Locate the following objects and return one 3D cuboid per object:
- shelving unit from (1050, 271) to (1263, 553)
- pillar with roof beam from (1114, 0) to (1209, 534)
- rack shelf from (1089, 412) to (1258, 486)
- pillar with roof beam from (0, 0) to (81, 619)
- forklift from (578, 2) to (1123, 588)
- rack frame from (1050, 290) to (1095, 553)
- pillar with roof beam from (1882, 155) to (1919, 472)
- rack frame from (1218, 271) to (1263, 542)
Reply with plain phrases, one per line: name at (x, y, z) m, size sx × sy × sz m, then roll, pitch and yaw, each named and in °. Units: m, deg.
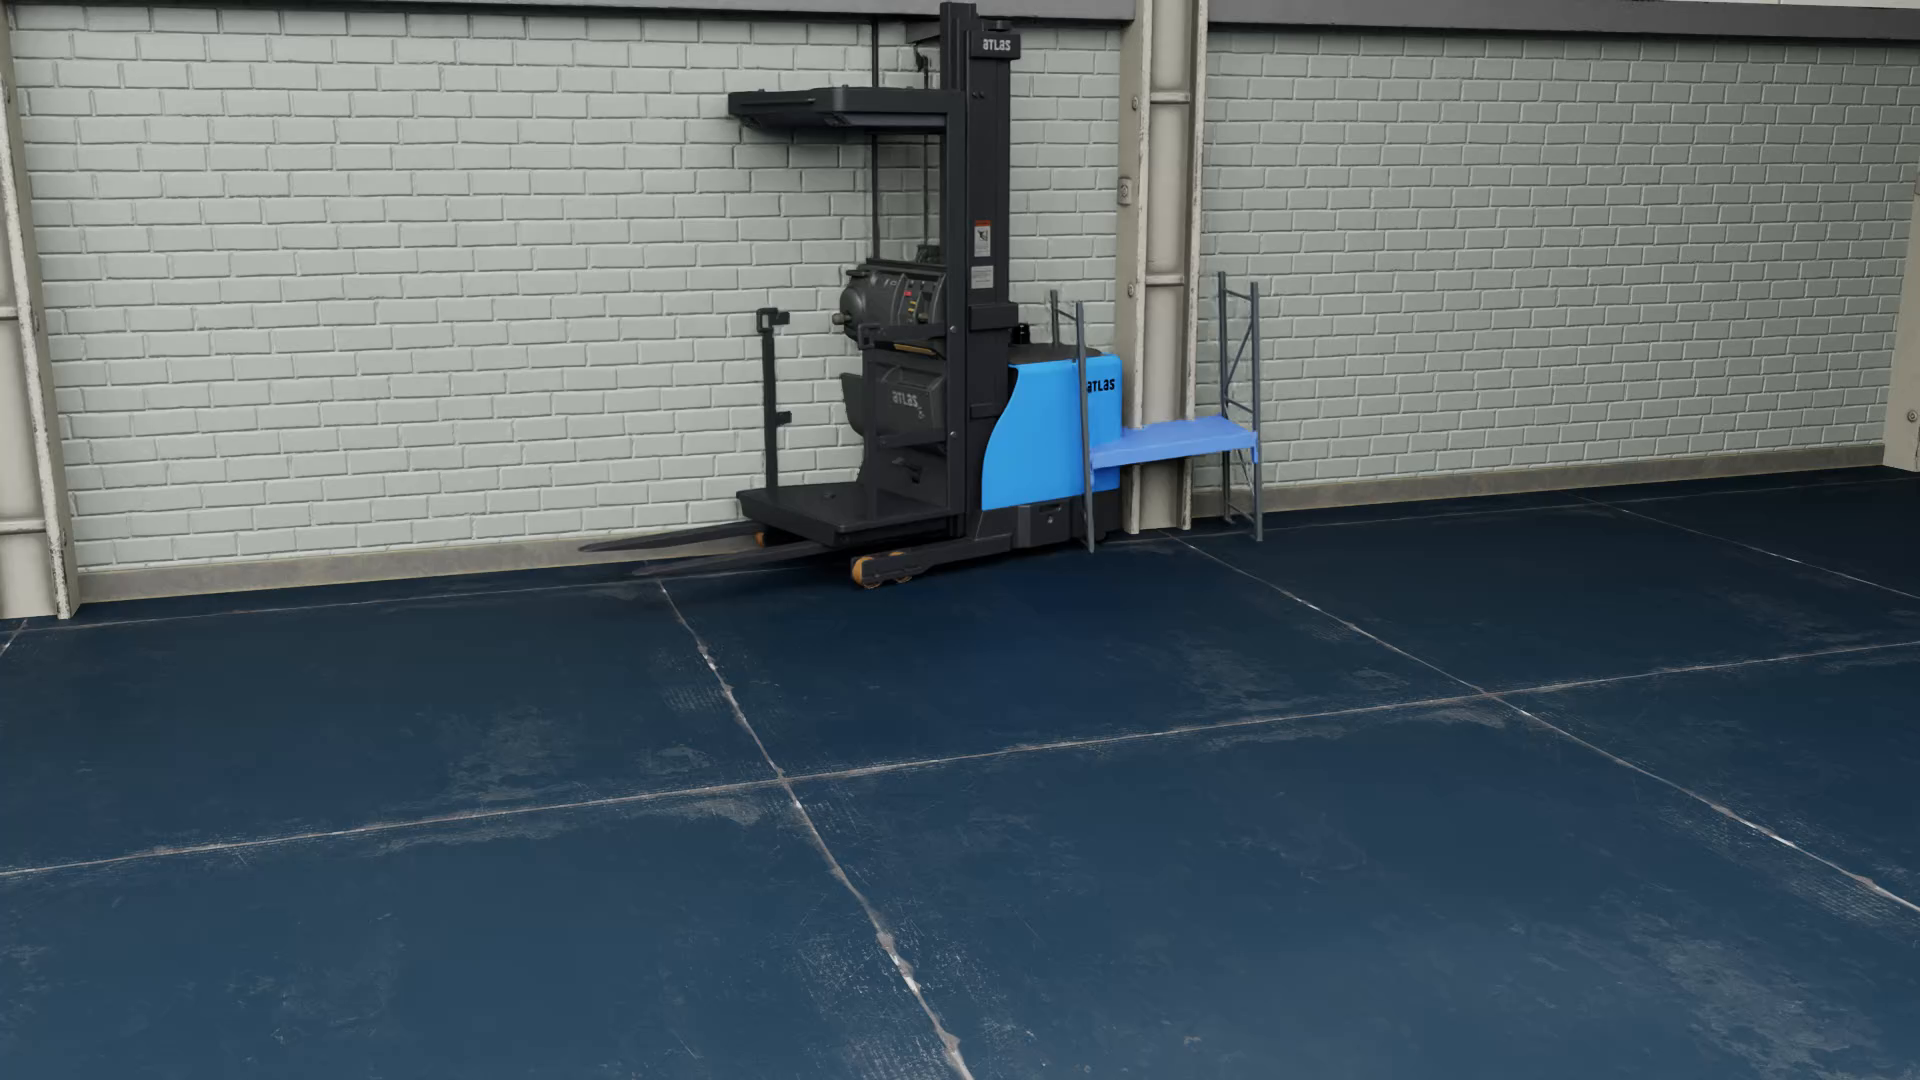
shelving unit at (1.127, -0.701, 9.488) m, size 1.048 × 1.500 × 0.538 m, roll -8°, pitch 18°, yaw -13°
pillar with roof beam at (2.517, -3.518, 4.985) m, size 0.400 × 9.000 × 9.100 m, roll -4°, pitch 14°, yaw -18°
rack shelf at (1.139, -0.530, 9.542) m, size 1.000 × 0.185 × 0.538 m, roll -8°, pitch 18°, yaw -13°
pillar with roof beam at (-3.170, -3.075, 3.123) m, size 0.400 × 9.000 × 9.100 m, roll -4°, pitch 14°, yaw -18°
forklift at (-0.544, -1.313, 8.830) m, size 3.031 × 2.935 × 1.130 m, roll -10°, pitch 17°, yaw -36°
rack frame at (0.636, -0.630, 9.378) m, size 0.032 × 1.500 × 0.500 m, roll -8°, pitch 18°, yaw -13°
pillar with roof beam at (8.204, -3.960, 6.847) m, size 0.400 × 9.000 × 9.100 m, roll -4°, pitch 14°, yaw -18°
rack frame at (1.618, -0.772, 9.598) m, size 0.032 × 1.500 × 0.500 m, roll -8°, pitch 18°, yaw -13°
